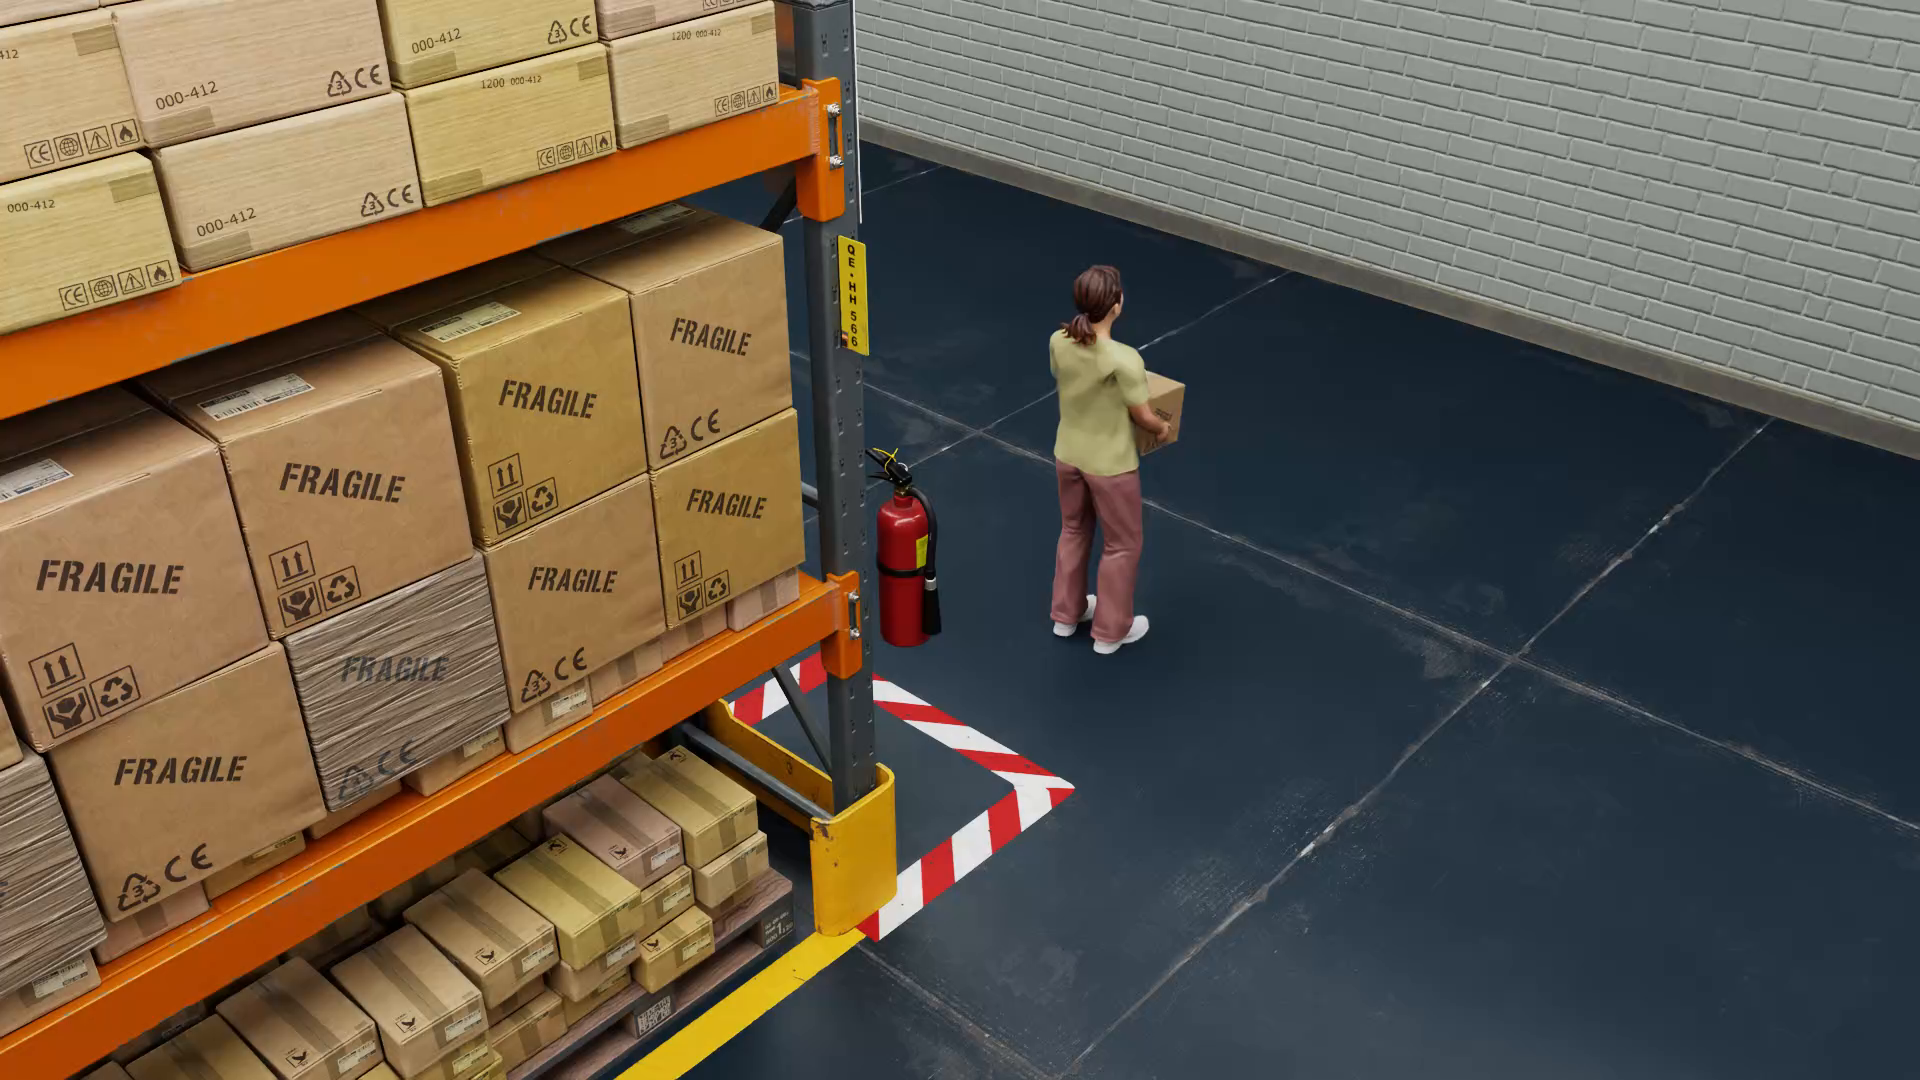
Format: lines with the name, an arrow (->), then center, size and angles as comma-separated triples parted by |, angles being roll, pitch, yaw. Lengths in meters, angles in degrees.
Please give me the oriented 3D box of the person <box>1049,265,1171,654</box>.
person -> 0.589, -0.337, 6.686 | 0.456, 1.673, 0.511 | 25, 39, 35
